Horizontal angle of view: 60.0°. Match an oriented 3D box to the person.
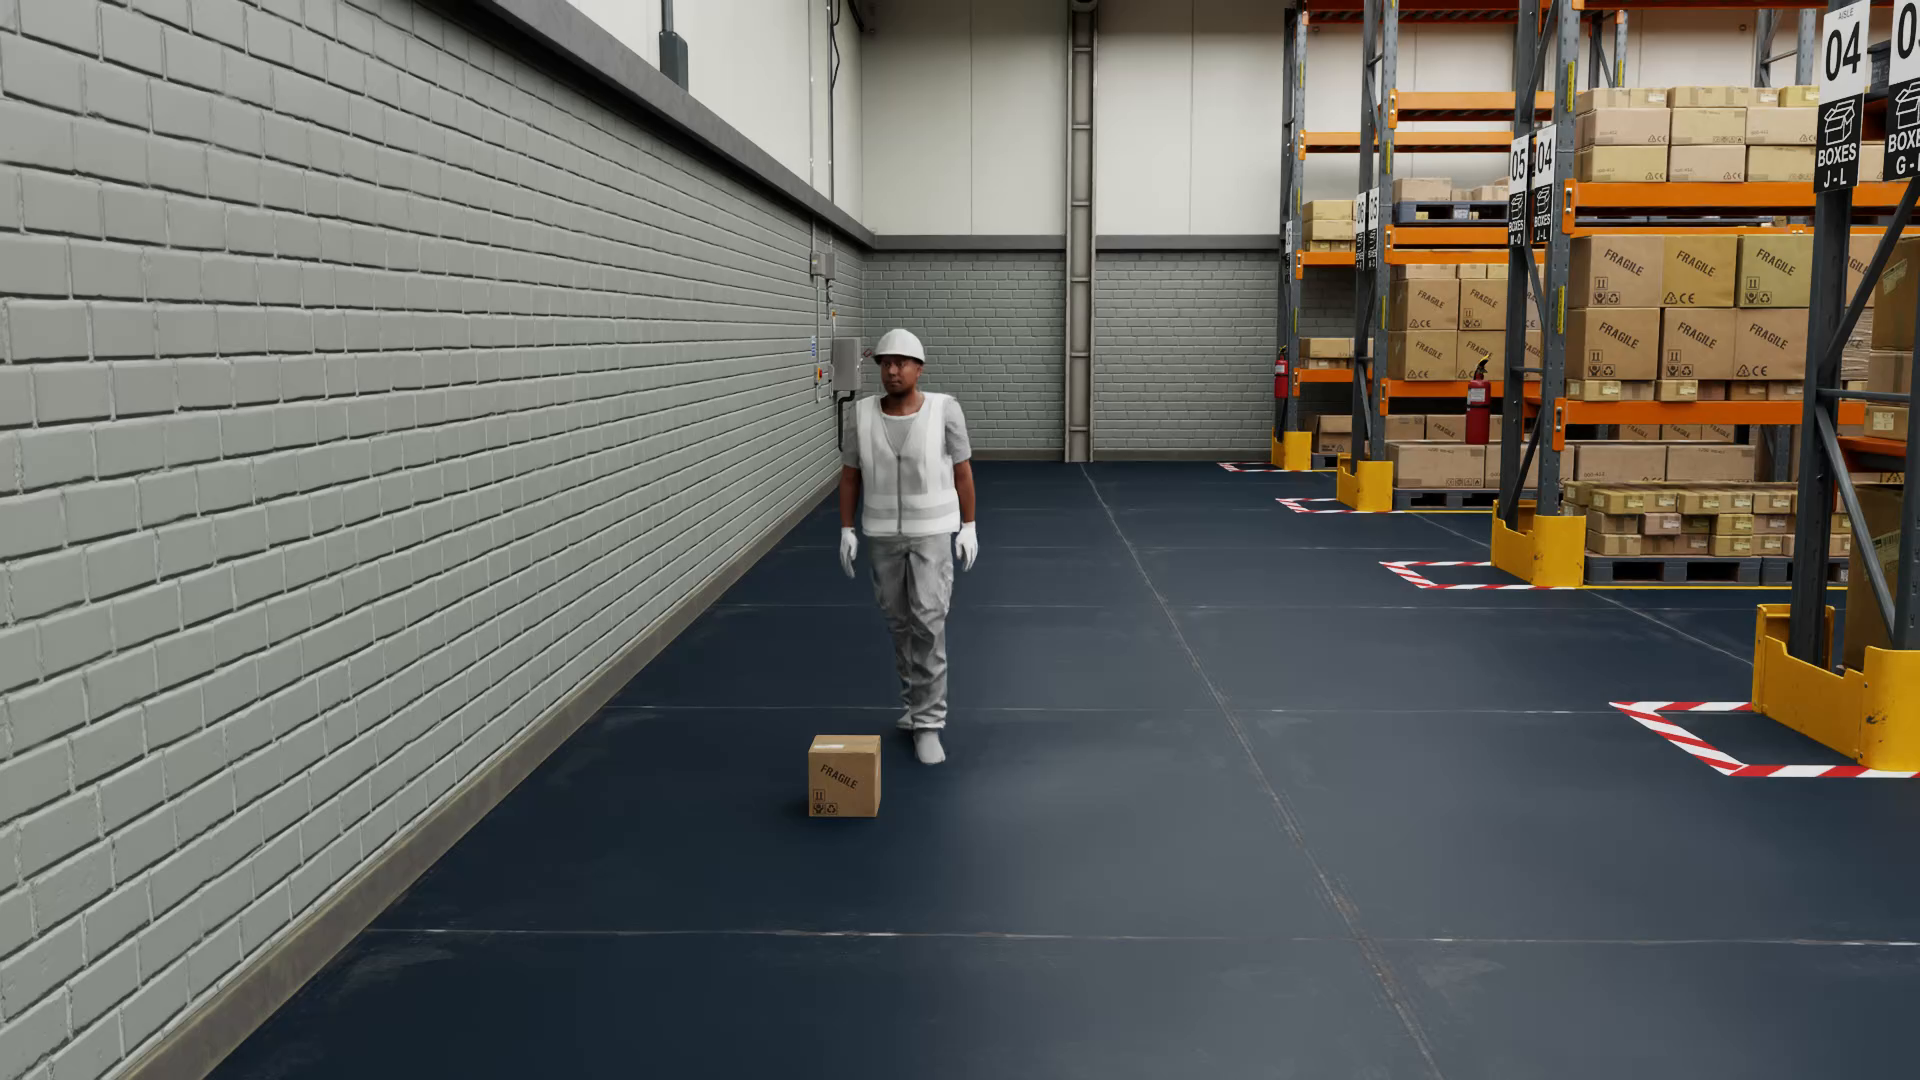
[{"bbox_3d":[-0.239,0.012,7.142,0.570,1.823,0.628,2,7,15],"label":"person"}]
